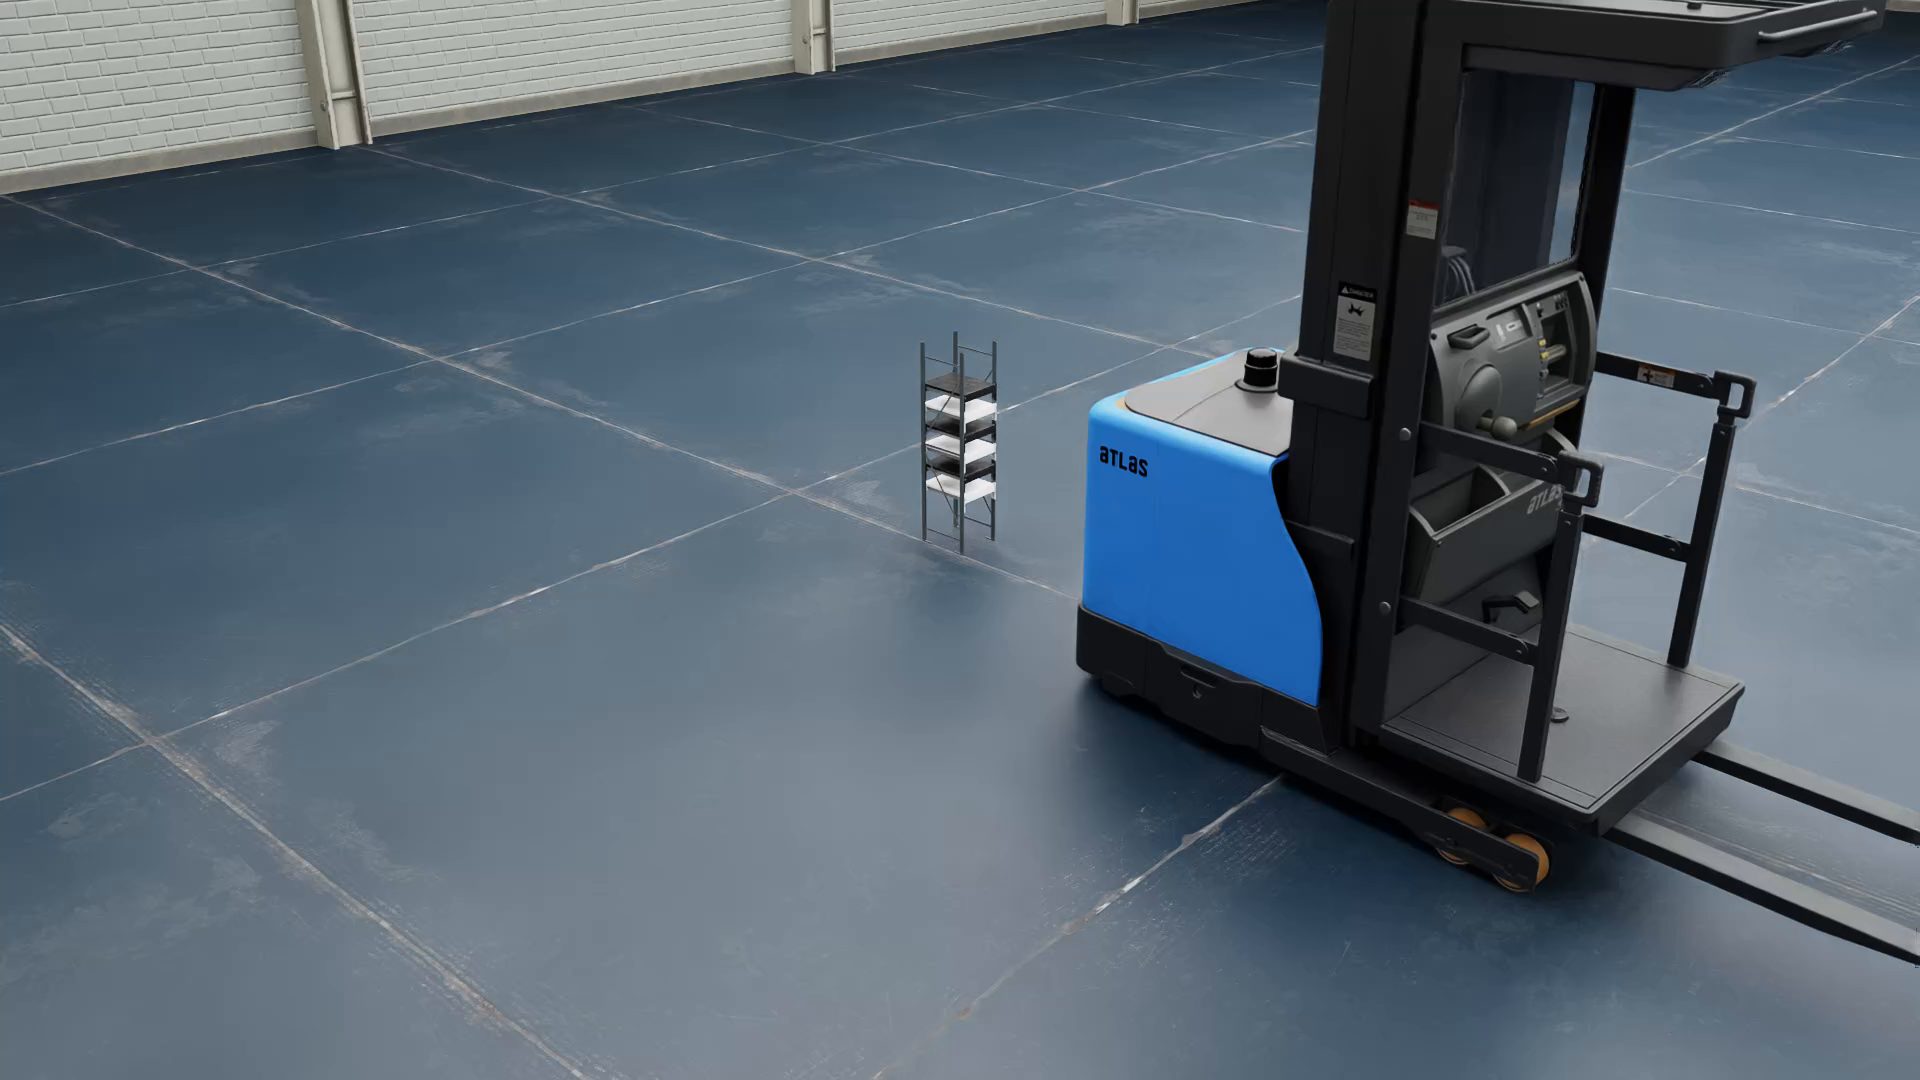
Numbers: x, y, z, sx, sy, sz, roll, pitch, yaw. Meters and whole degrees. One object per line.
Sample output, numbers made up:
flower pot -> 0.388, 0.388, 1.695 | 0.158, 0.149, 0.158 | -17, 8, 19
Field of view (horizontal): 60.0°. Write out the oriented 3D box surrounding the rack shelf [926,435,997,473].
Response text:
rack shelf -> -0.005, -0.378, 7.074 | 0.258, 0.077, 0.200 | 20, 31, 38

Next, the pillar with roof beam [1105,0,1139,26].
pillar with roof beam -> 5.502, -10.265, 19.145 | 9.100, 9.000, 0.400 | 20, 31, 38

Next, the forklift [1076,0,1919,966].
forklift -> 1.816, -0.535, 4.861 | 1.130, 2.935, 3.031 | -22, 32, -40

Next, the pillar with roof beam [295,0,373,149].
pillar with roof beam -> -2.507, -6.609, 10.991 | 9.100, 9.000, 0.400 | 20, 31, 38

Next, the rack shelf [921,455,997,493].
rack shelf -> -0.005, -0.296, 7.111 | 0.258, 0.077, 0.200 | 20, 31, 38

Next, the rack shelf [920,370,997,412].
rack shelf -> -0.005, -0.624, 6.964 | 0.258, 0.077, 0.200 | 20, 31, 38

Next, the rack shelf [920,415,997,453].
rack shelf -> -0.005, -0.460, 7.037 | 0.258, 0.077, 0.200 | 20, 31, 38

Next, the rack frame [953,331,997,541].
rack frame -> 0.062, -0.439, 7.129 | 0.240, 0.900, 0.006 | 20, 31, 38

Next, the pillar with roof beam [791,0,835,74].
pillar with roof beam -> 1.497, -8.437, 15.068 | 9.100, 9.000, 0.400 | 20, 31, 38

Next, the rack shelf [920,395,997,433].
rack shelf -> -0.005, -0.542, 7.000 | 0.258, 0.077, 0.200 | 20, 31, 38

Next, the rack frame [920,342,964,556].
rack frame -> -0.073, -0.377, 6.991 | 0.240, 0.900, 0.006 | 20, 31, 38

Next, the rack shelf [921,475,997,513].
rack shelf -> -0.005, -0.213, 7.148 | 0.258, 0.077, 0.200 | 20, 31, 38

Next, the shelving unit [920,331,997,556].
shelving unit -> -0.005, -0.408, 7.060 | 0.258, 0.900, 0.210 | 20, 31, 38
